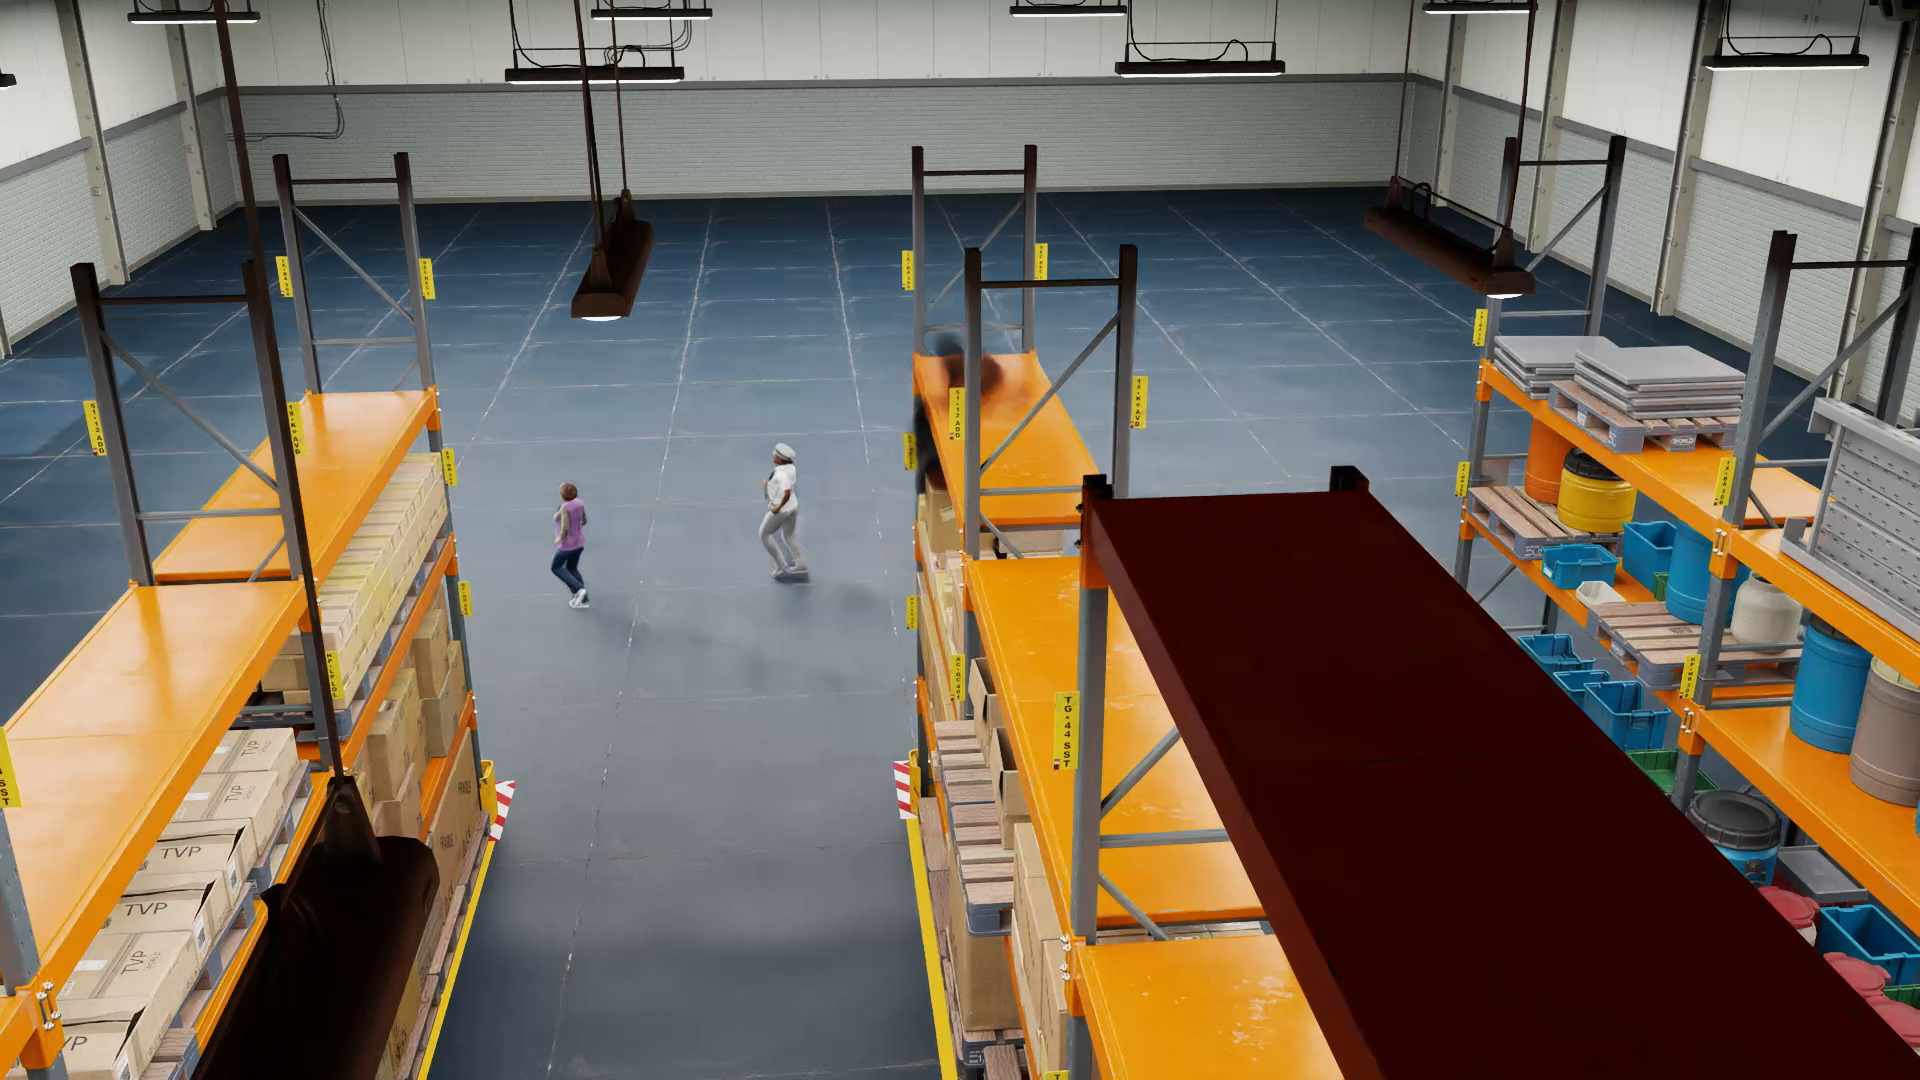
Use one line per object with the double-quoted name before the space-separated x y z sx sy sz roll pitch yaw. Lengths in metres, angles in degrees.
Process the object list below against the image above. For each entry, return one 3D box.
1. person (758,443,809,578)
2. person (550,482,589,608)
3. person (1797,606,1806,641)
"person" -2.188 -0.346 20.248 0.664 1.731 0.555 9 23 22
"person" -4.579 0.051 19.384 0.536 1.556 0.526 12 24 27
"person" 9.106 0.552 17.907 0.659 1.744 0.717 10 24 24
